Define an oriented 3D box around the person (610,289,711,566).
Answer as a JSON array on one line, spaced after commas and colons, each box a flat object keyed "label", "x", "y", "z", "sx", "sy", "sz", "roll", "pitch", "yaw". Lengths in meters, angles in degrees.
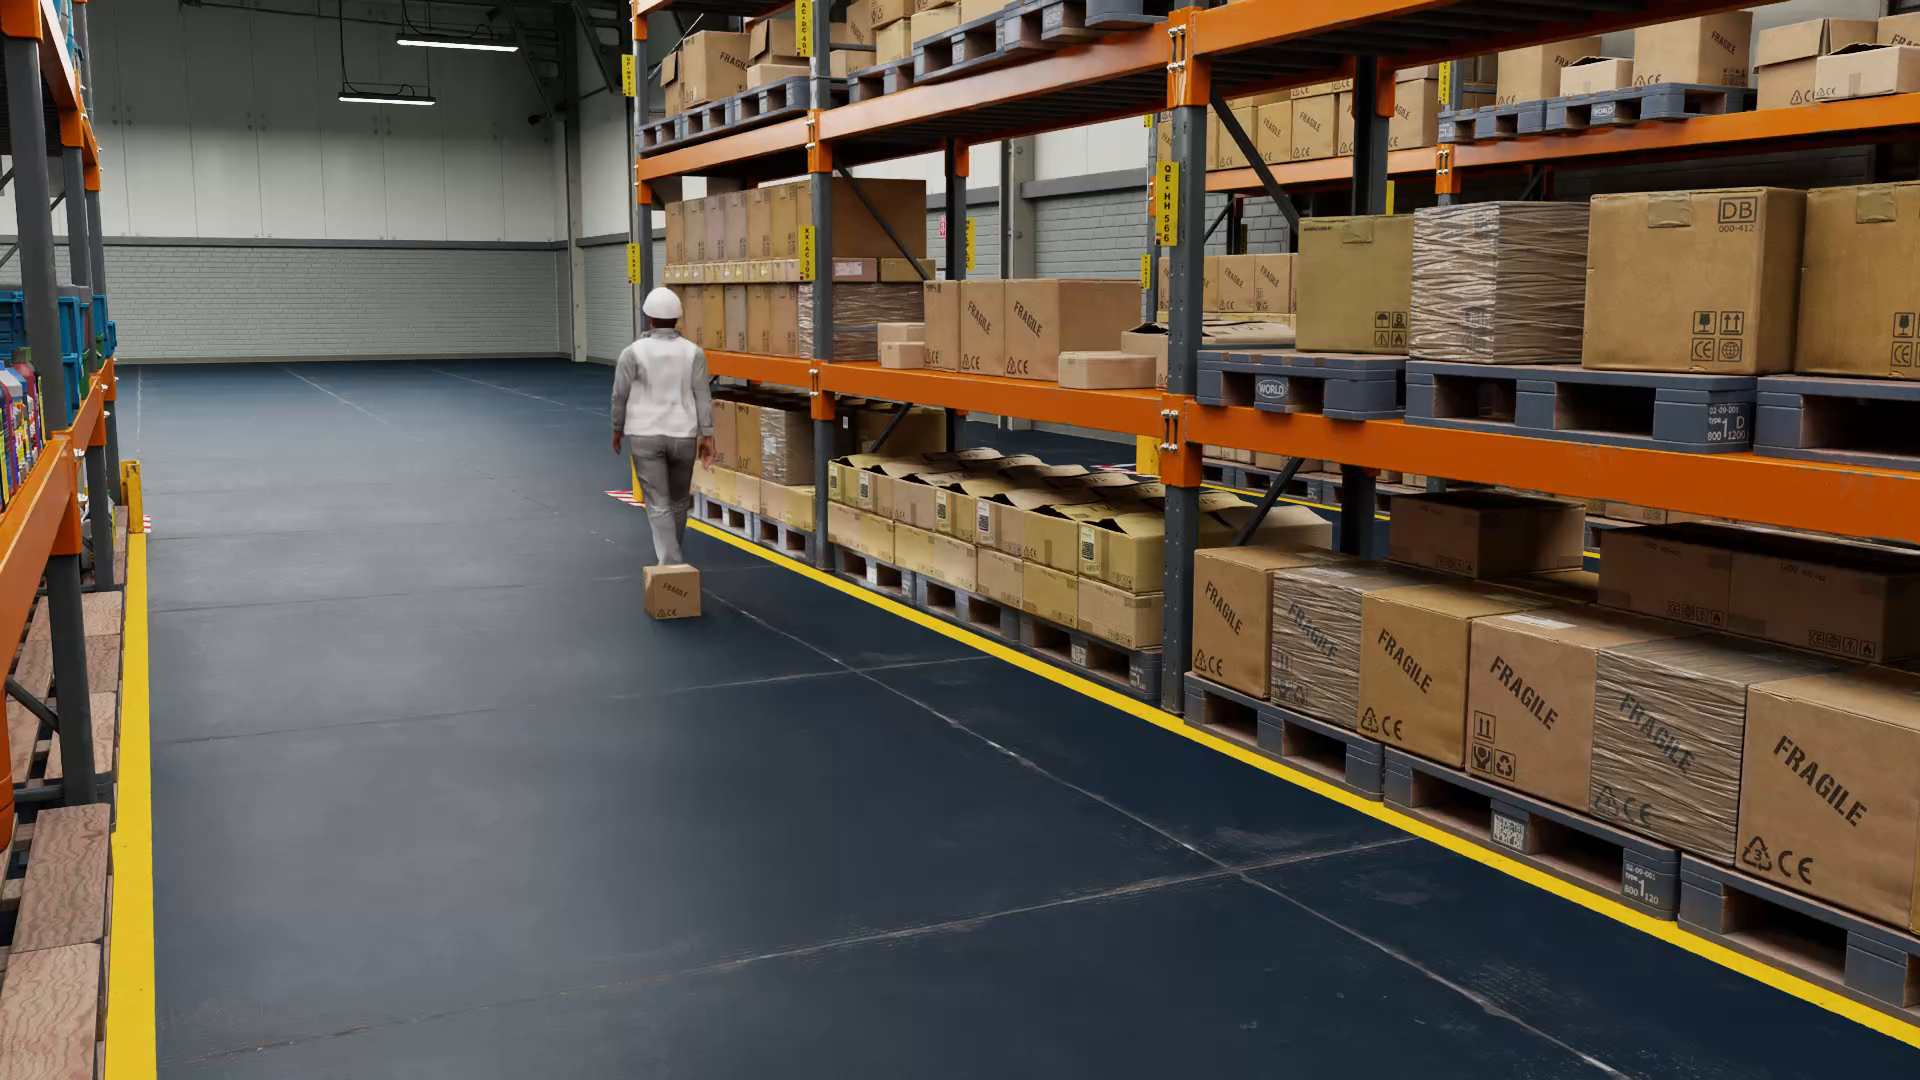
[{"label": "person", "x": -1.816, "y": -0.640, "z": 9.993, "sx": 0.542, "sy": 1.714, "sz": 1.016, "roll": -4, "pitch": 9, "yaw": -23}]
